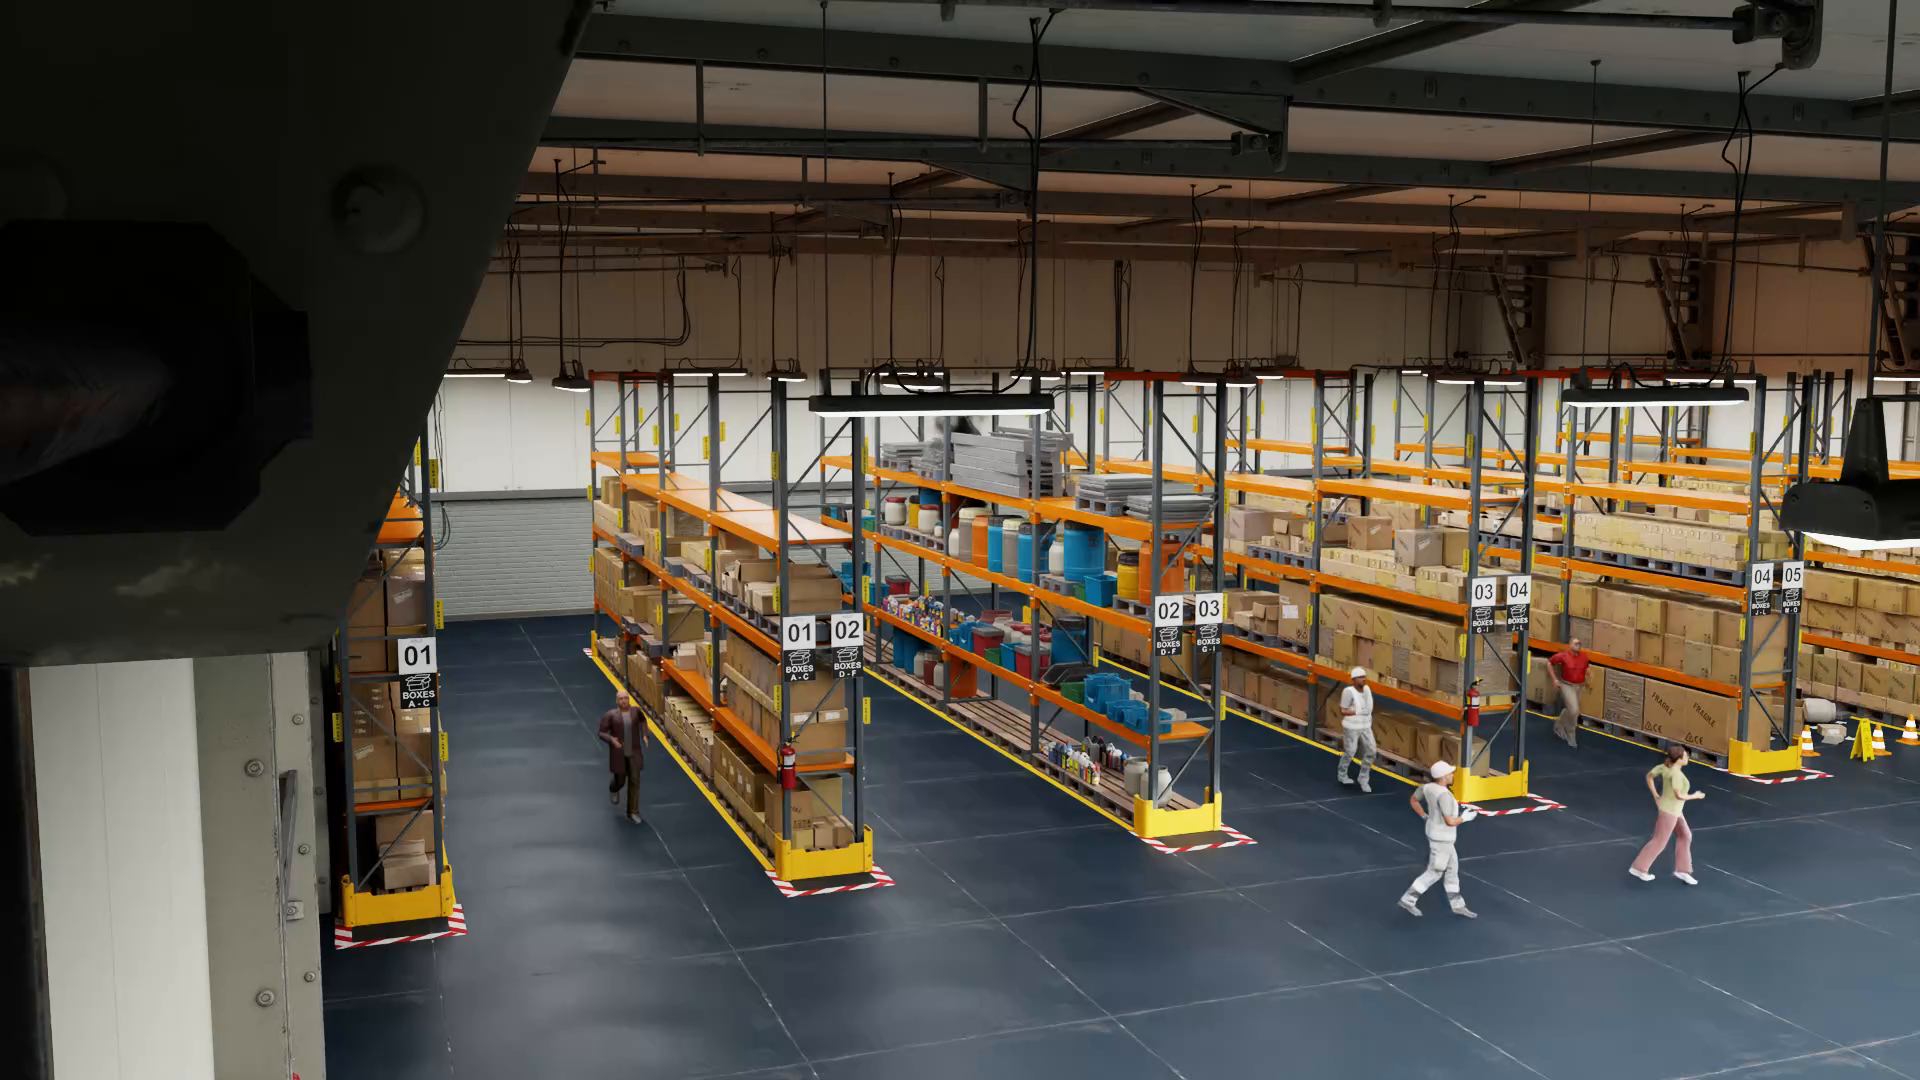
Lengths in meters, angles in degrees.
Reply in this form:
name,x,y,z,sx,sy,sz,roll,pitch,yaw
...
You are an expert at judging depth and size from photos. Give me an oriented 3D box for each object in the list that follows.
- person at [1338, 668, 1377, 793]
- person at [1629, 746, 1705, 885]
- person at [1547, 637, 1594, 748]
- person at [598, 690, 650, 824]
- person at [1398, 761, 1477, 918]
name,x,y,z,sx,sy,sz,roll,pitch,yaw
person,5.801,2.760,24.174,0.669,1.825,0.710,-3,7,-26
person,8.425,3.305,19.823,0.816,1.681,0.520,1,7,13
person,9.976,2.474,27.115,0.643,1.795,0.786,-3,7,-24
person,-4.572,2.922,22.749,0.724,1.757,1.052,-3,7,-25
person,5.352,3.352,18.528,0.920,1.809,0.648,0,6,1
